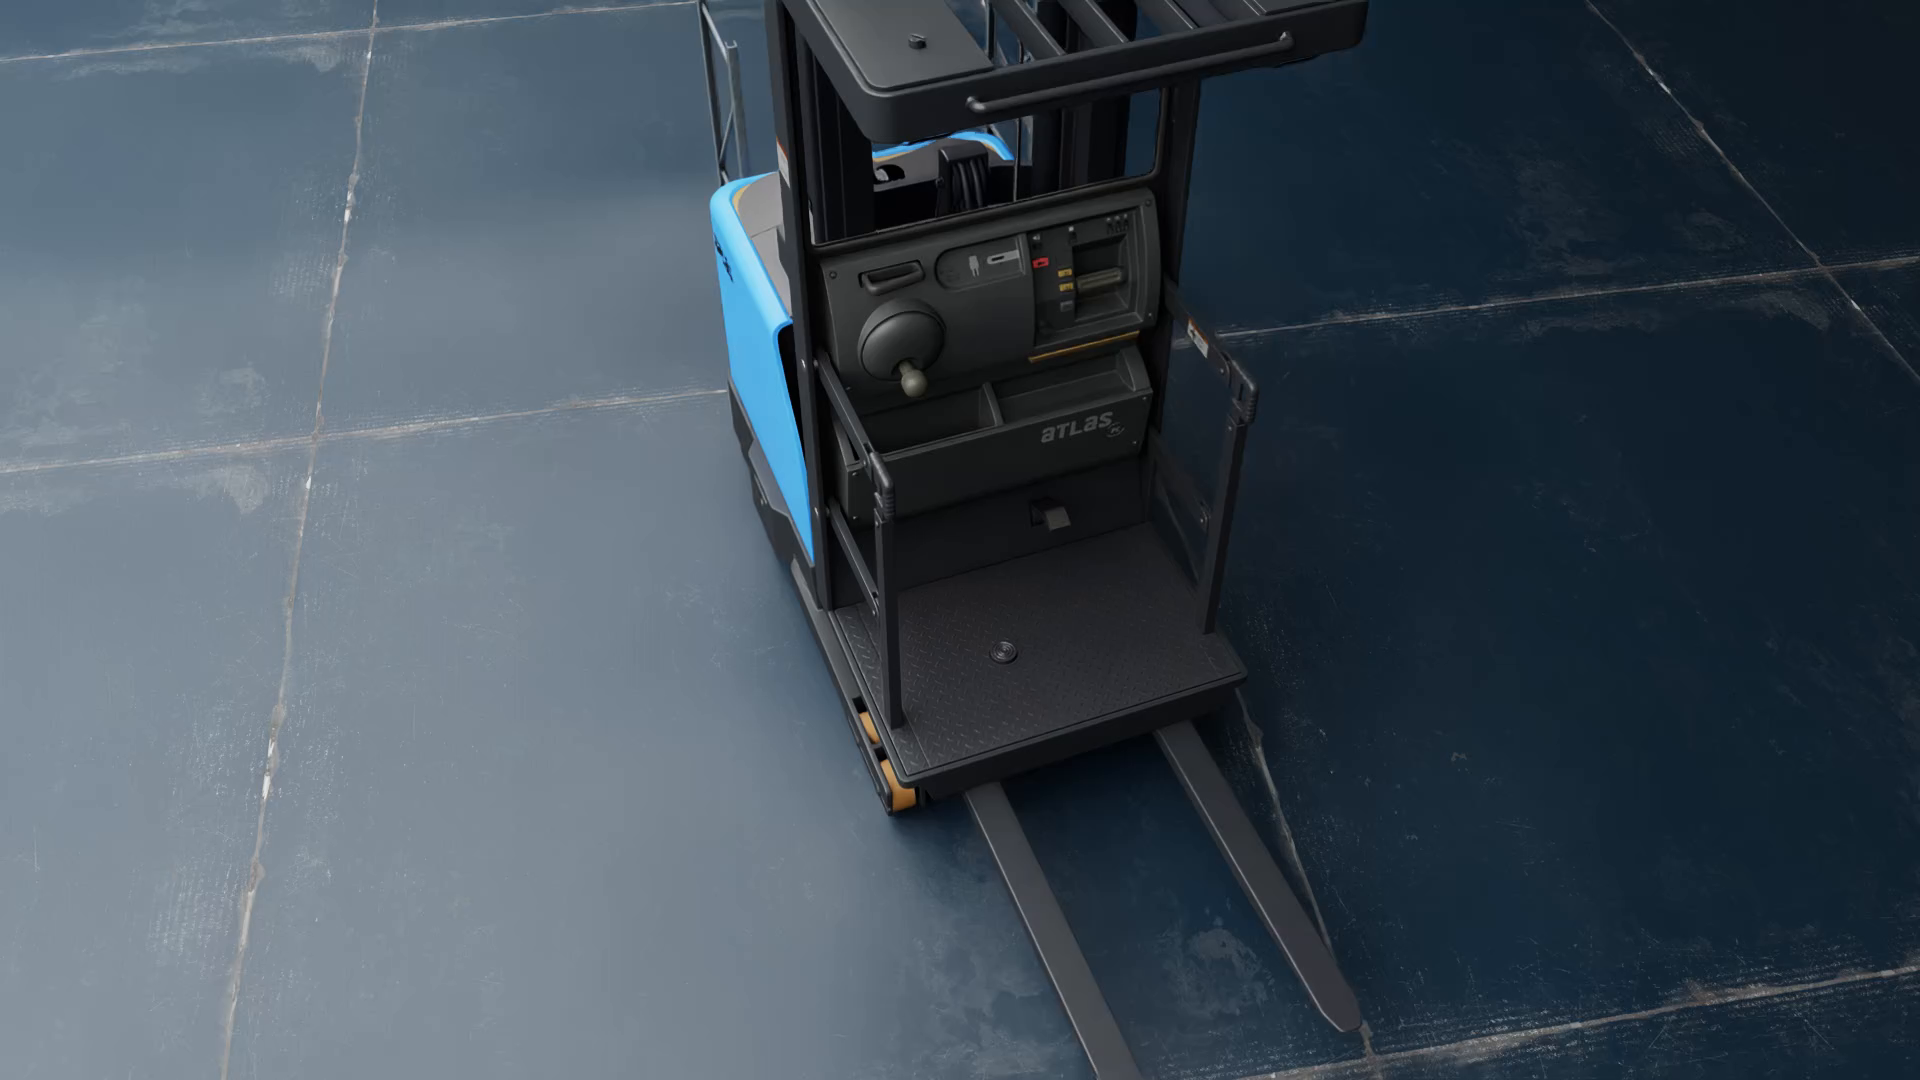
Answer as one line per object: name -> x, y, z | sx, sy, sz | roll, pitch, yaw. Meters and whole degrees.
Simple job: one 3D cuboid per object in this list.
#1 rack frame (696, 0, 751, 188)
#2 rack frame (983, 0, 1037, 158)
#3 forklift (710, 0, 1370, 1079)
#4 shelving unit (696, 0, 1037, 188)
rack frame -> -0.782, -1.171, 5.837 | 0.032, 1.500, 0.500 | -14, 48, -13
rack frame -> 0.181, -1.406, 6.063 | 0.032, 1.500, 0.500 | -14, 48, -13
forklift -> 0.176, -0.554, 4.249 | 1.130, 2.935, 3.031 | -15, 48, -14
shelving unit -> -0.300, -1.288, 5.950 | 1.048, 1.500, 0.538 | -14, 48, -13
